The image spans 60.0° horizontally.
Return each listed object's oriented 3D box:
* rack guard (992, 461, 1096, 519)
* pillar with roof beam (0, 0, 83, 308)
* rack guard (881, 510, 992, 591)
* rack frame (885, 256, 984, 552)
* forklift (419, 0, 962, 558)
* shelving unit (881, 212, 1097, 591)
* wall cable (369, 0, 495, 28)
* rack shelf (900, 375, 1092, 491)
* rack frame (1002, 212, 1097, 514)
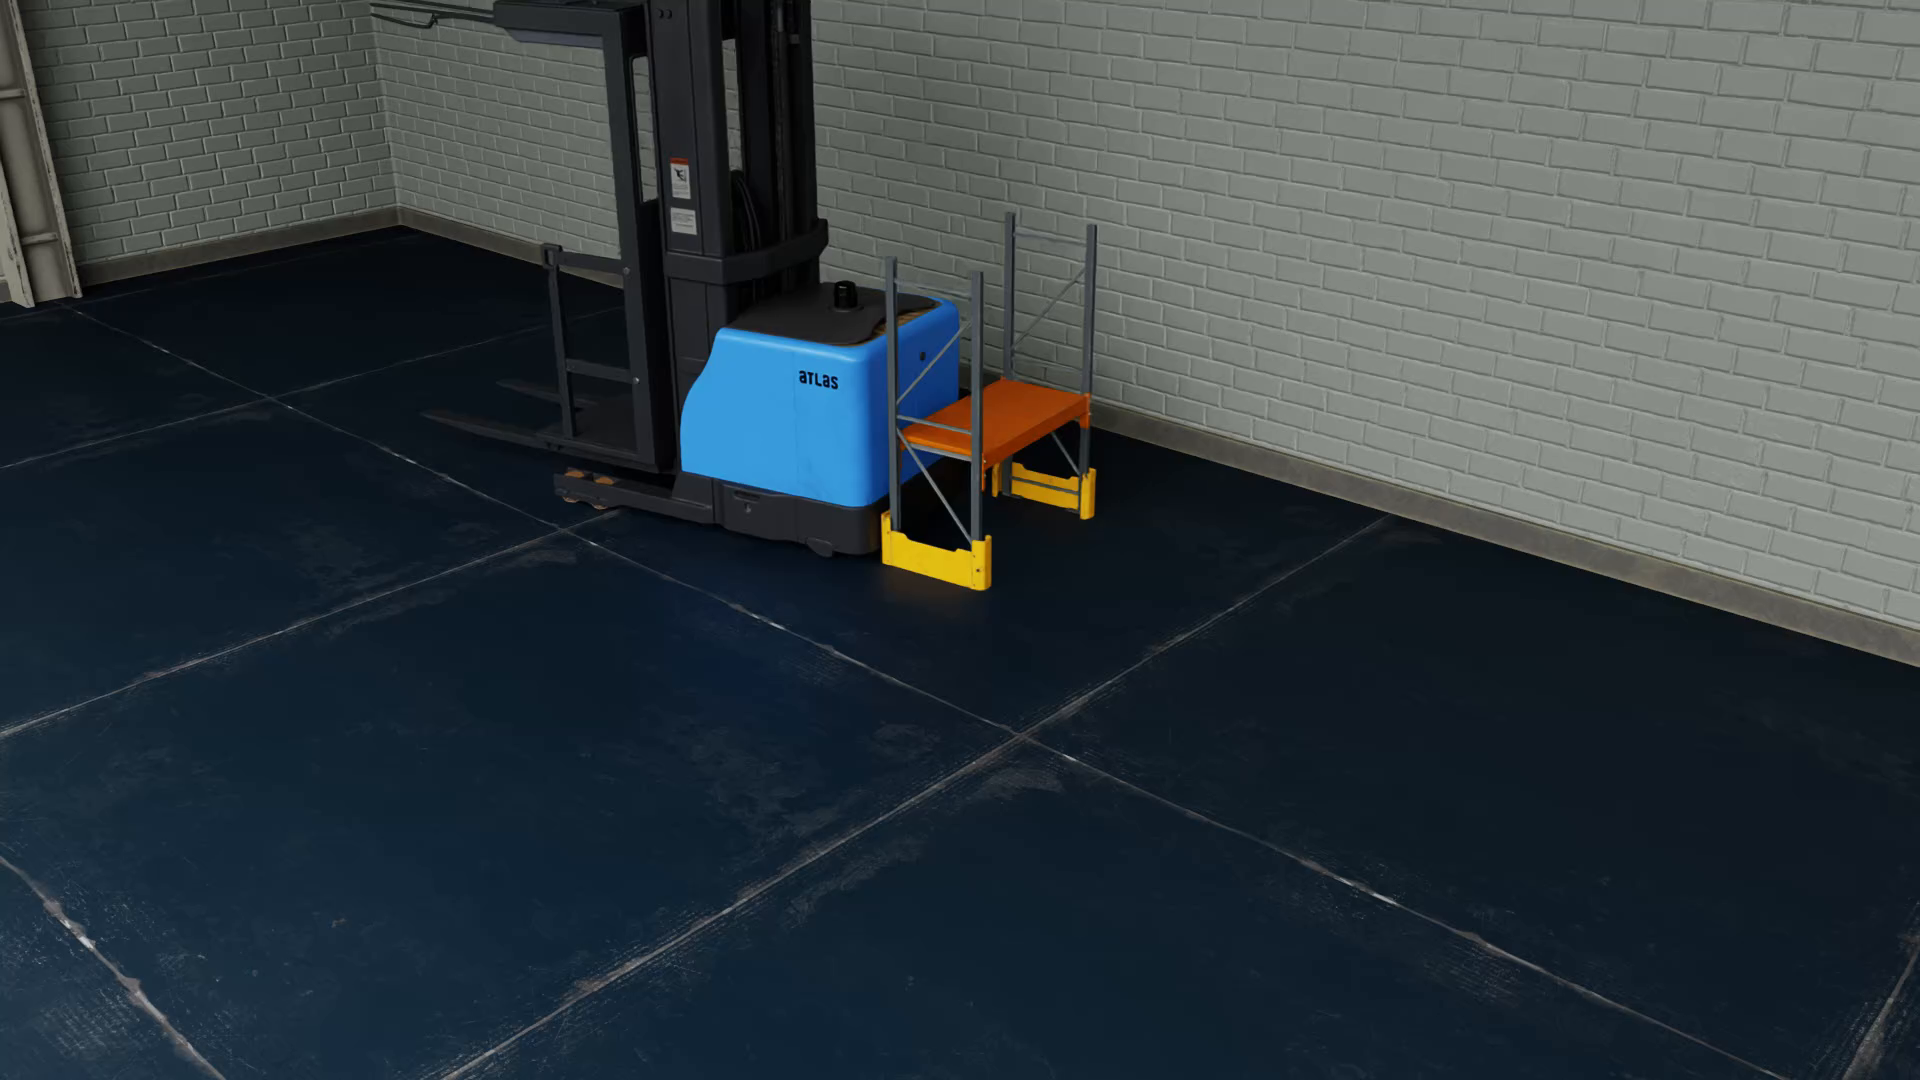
[{"bbox_3d":[0.429,-0.295,8.603,0.587,0.250,0.087,15,28,30],"label":"rack guard"},{"bbox_3d":[-3.496,-4.706,7.746,9.100,9.000,0.400,20,31,38],"label":"pillar with roof beam"},{"bbox_3d":[-0.115,0.046,7.841,0.587,0.250,0.087,15,28,30],"label":"rack guard"},{"bbox_3d":[-0.115,-0.523,7.584,0.500,1.500,0.032,15,28,30],"label":"rack frame"},{"bbox_3d":[-1.534,-1.669,8.390,3.031,2.935,1.130,12,27,26],"label":"forklift"},{"bbox_3d":[0.157,-0.695,7.966,0.587,1.500,1.083,15,28,30],"label":"shelving unit"},{"bbox_3d":[-3.751,-5.001,12.199,3.097,2.526,0.112,20,31,38],"label":"wall cable"},{"bbox_3d":[0.162,-0.534,8.047,0.538,0.185,1.000,15,28,30],"label":"rack shelf"},{"bbox_3d":[0.439,-0.872,8.362,0.500,1.500,0.032,15,28,30],"label":"rack frame"}]
